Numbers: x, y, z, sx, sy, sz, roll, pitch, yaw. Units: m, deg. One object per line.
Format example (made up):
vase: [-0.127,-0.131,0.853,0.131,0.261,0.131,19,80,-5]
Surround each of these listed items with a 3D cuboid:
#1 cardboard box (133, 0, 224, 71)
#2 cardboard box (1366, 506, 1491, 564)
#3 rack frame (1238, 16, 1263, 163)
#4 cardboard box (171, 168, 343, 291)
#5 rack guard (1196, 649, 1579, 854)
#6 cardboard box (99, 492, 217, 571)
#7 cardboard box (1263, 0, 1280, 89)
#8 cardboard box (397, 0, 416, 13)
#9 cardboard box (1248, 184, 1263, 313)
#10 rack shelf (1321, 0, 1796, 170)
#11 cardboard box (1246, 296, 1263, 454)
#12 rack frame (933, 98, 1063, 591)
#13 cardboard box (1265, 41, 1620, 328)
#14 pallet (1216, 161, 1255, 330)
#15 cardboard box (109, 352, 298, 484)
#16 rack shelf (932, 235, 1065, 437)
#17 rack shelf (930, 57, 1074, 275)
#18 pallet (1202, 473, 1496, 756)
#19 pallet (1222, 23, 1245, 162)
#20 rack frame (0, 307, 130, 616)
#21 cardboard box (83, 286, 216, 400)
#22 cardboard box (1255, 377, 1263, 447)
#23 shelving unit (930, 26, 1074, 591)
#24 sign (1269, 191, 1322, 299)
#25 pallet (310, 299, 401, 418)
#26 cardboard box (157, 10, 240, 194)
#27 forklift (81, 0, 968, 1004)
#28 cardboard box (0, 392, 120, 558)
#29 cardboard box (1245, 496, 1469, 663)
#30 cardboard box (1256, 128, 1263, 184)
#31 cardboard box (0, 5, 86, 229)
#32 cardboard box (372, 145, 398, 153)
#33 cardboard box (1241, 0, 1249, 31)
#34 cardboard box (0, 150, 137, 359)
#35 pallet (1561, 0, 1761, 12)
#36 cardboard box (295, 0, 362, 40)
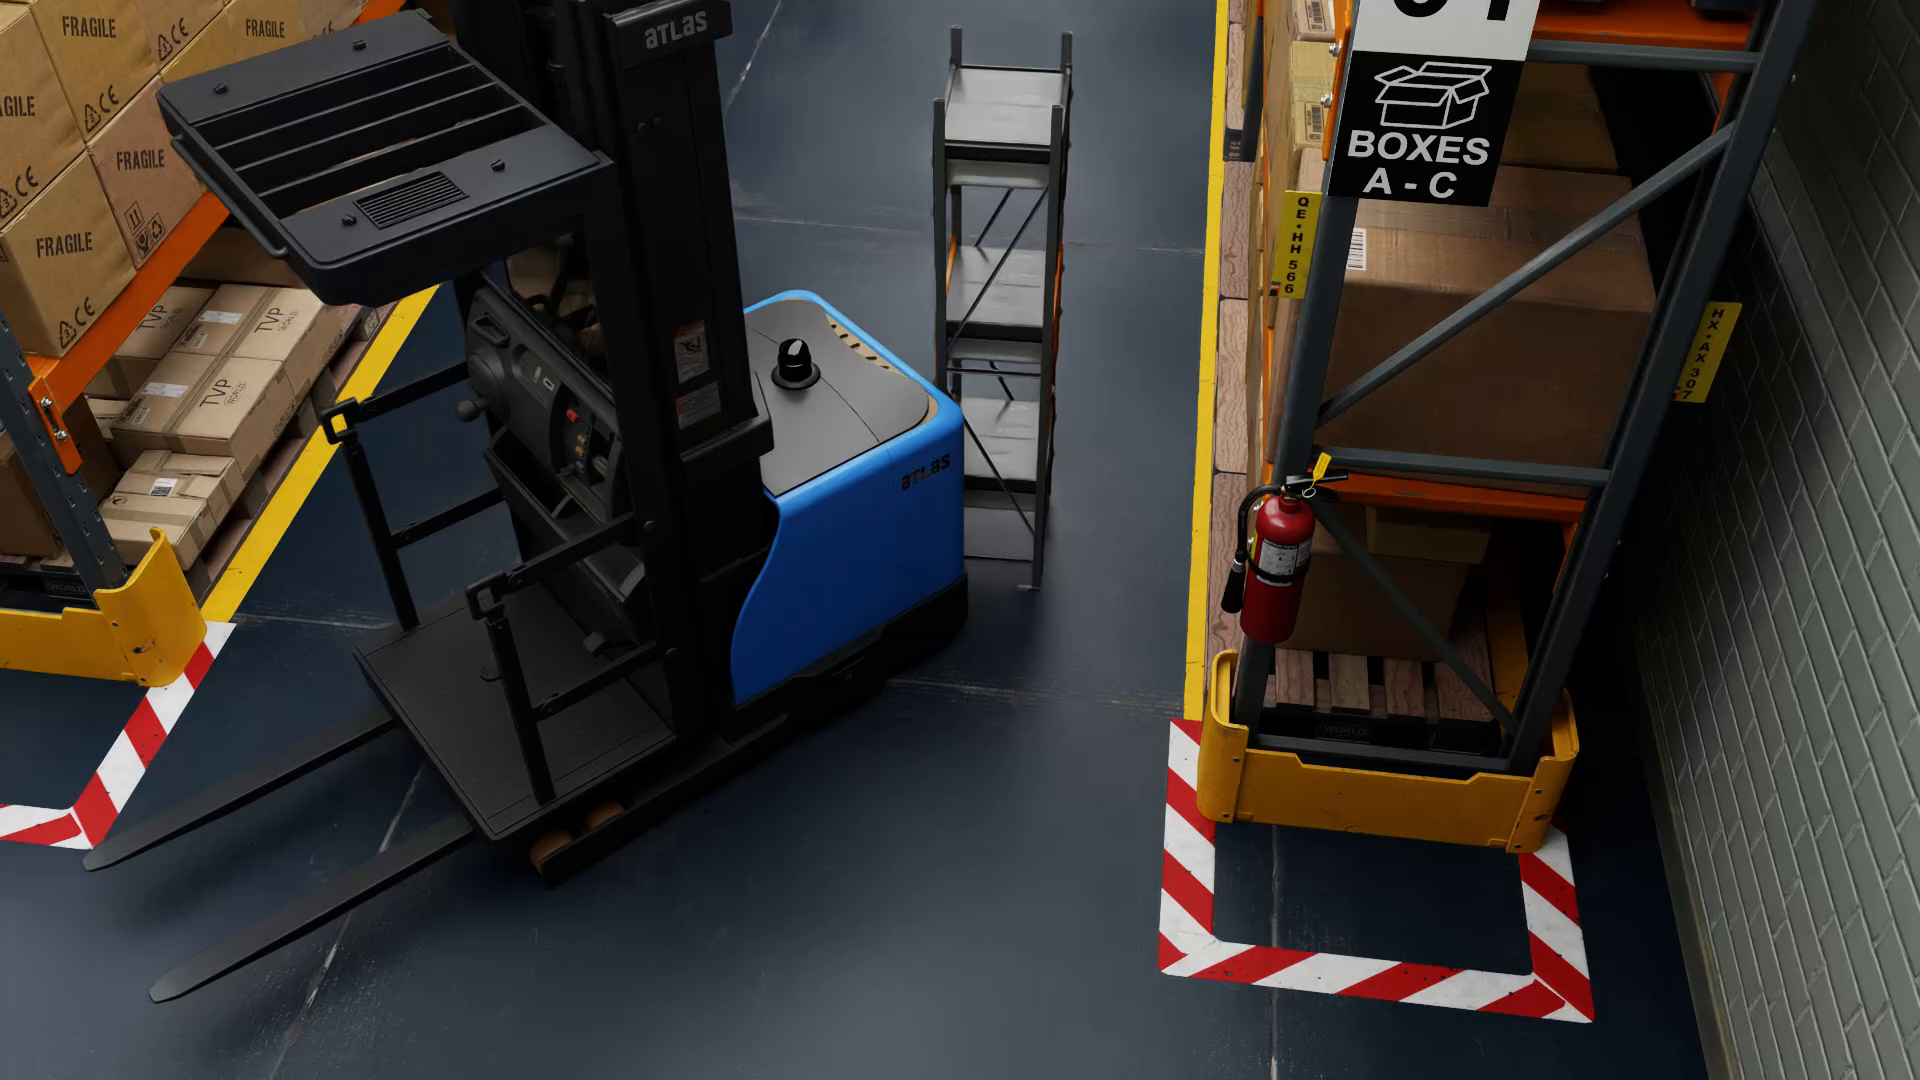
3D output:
cardboard box: [-3.038,-2.030,5.912,0.500,0.500,0.500,6,44,6]
cardboard box: [1.595,-0.070,5.683,0.380,0.149,0.250,6,44,6]
rack frame: [1.948,-2.933,7.666,1.000,3.000,0.127,5,44,6]
cardboard box: [-3.206,-1.353,7.493,0.797,0.503,0.637,5,44,6]
rack guard: [1.416,0.717,5.629,1.175,0.500,0.348,5,44,6]
cardboard box: [-3.095,-0.033,6.357,0.380,0.149,0.250,5,44,6]
cardboard box: [1.759,-2.177,6.649,0.980,0.700,0.700,4,44,4]
cardboard box: [-3.181,-2.995,9.230,0.500,0.500,0.500,5,44,5]
cardboard box: [1.678,-1.335,7.491,0.700,0.500,0.500,5,44,5]
rack shelf: [1.684,-2.398,5.442,1.077,0.370,4.000,5,44,6]
cardboard box: [1.545,-0.622,6.738,0.700,0.500,0.500,4,44,4]
rack frame: [0.118,-0.582,5.838,0.400,2.100,0.015,4,44,4]
cardboard box: [1.562,-1.161,5.577,0.980,0.700,0.700,5,44,5]
pallet: [1.770,-1.409,8.085,1.003,0.211,1.213,5,44,6]
cardboard box: [-3.072,-0.502,6.778,0.500,0.250,0.500,5,44,6]
rack shelf: [0.144,-0.739,6.024,0.431,0.518,0.480,4,44,4]
rack shelf: [0.144,-1.248,5.542,0.431,0.518,0.480,4,44,4]
pallet: [1.448,0.254,6.329,1.003,0.211,1.213,5,44,6]
pallet: [1.976,-2.453,9.187,1.003,0.211,1.213,5,44,6]
rack frame: [-3.491,-0.655,5.260,1.000,3.000,0.127,5,44,6]
cardboard box: [-3.508,-0.854,7.150,0.500,0.250,0.500,5,44,6]
cardboard box: [1.282,-0.452,6.086,0.380,0.149,0.250,6,44,7]
shelving unit: [0.144,-0.749,6.014,0.431,2.100,0.503,4,44,4]
sign: [0.884,-0.772,4.369,0.100,0.325,0.005,5,44,6]
pallet: [-3.213,-1.066,7.723,1.003,0.211,1.213,5,44,6]
cardboard box: [-3.039,-1.663,6.252,0.500,0.500,0.500,5,44,5]
forklift: [-1.436,-0.349,4.987,3.031,2.935,1.130,-29,51,-27]
cardboard box: [-3.663,-0.300,6.383,0.500,0.500,0.500,5,44,6]
cardboard box: [1.413,0.062,6.015,0.700,0.500,0.500,5,44,6]
cardboard box: [1.522,-1.696,7.401,0.380,0.149,0.250,7,44,7]
cardboard box: [-3.171,-1.332,5.176,0.500,0.500,0.500,6,44,7]
cardboard box: [-2.746,-1.830,8.255,0.380,0.149,0.250,5,44,6]
cardboard box: [2.020,-3.366,9.381,0.750,0.750,0.750,6,44,7]
cardboard box: [-3.171,-0.969,5.519,0.500,0.500,0.500,6,44,6]
pallet: [1.507,-1.770,4.321,1.003,0.211,1.213,5,44,6]
cardboard box: [-2.906,-2.351,6.979,0.500,0.500,0.500,6,44,6]
